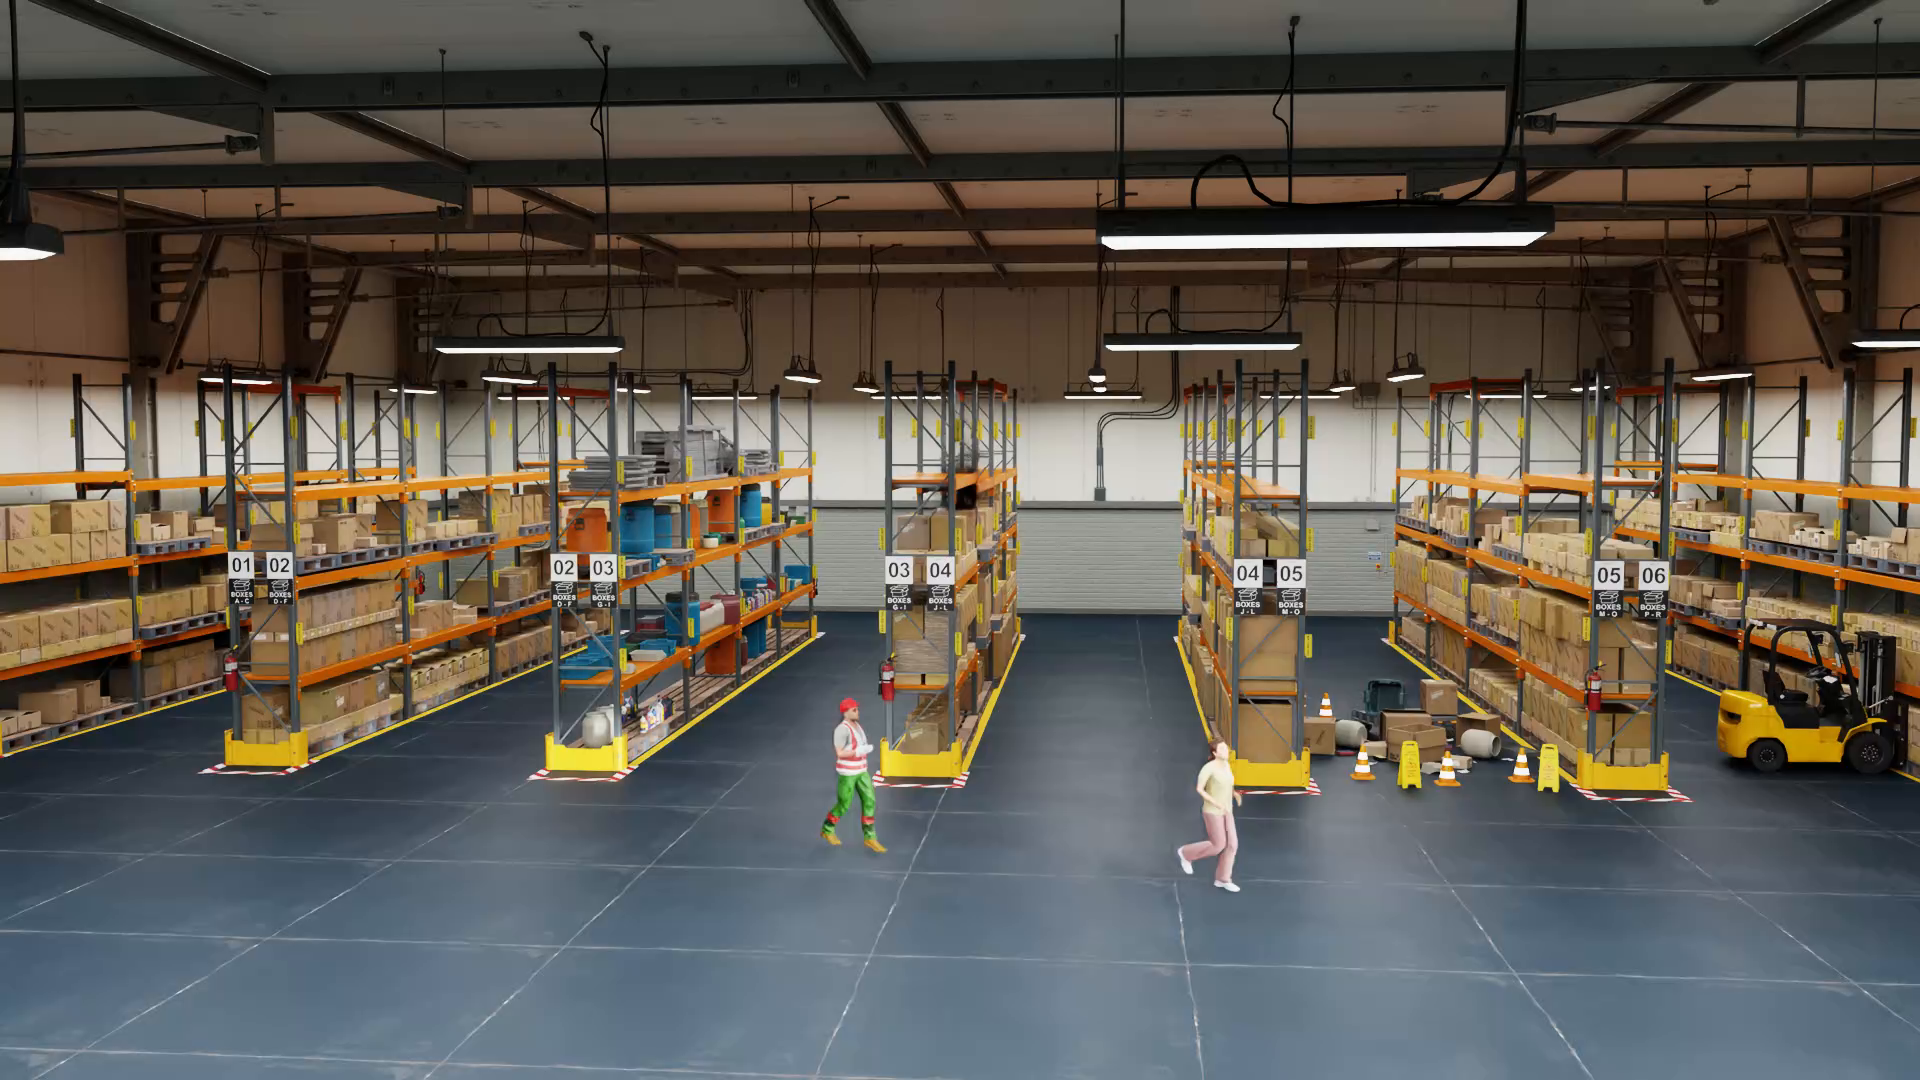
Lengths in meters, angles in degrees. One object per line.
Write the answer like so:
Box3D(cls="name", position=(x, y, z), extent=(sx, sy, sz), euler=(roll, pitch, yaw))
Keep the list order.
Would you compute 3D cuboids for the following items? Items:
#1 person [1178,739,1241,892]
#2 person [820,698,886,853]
Box3D(cls="person", position=(2.794, 2.999, 18.299), extent=(0.722, 1.638, 0.584), euler=(4, 5, 44))
Box3D(cls="person", position=(-1.290, 2.785, 19.755), extent=(0.843, 1.821, 0.636), euler=(2, 4, 31))
